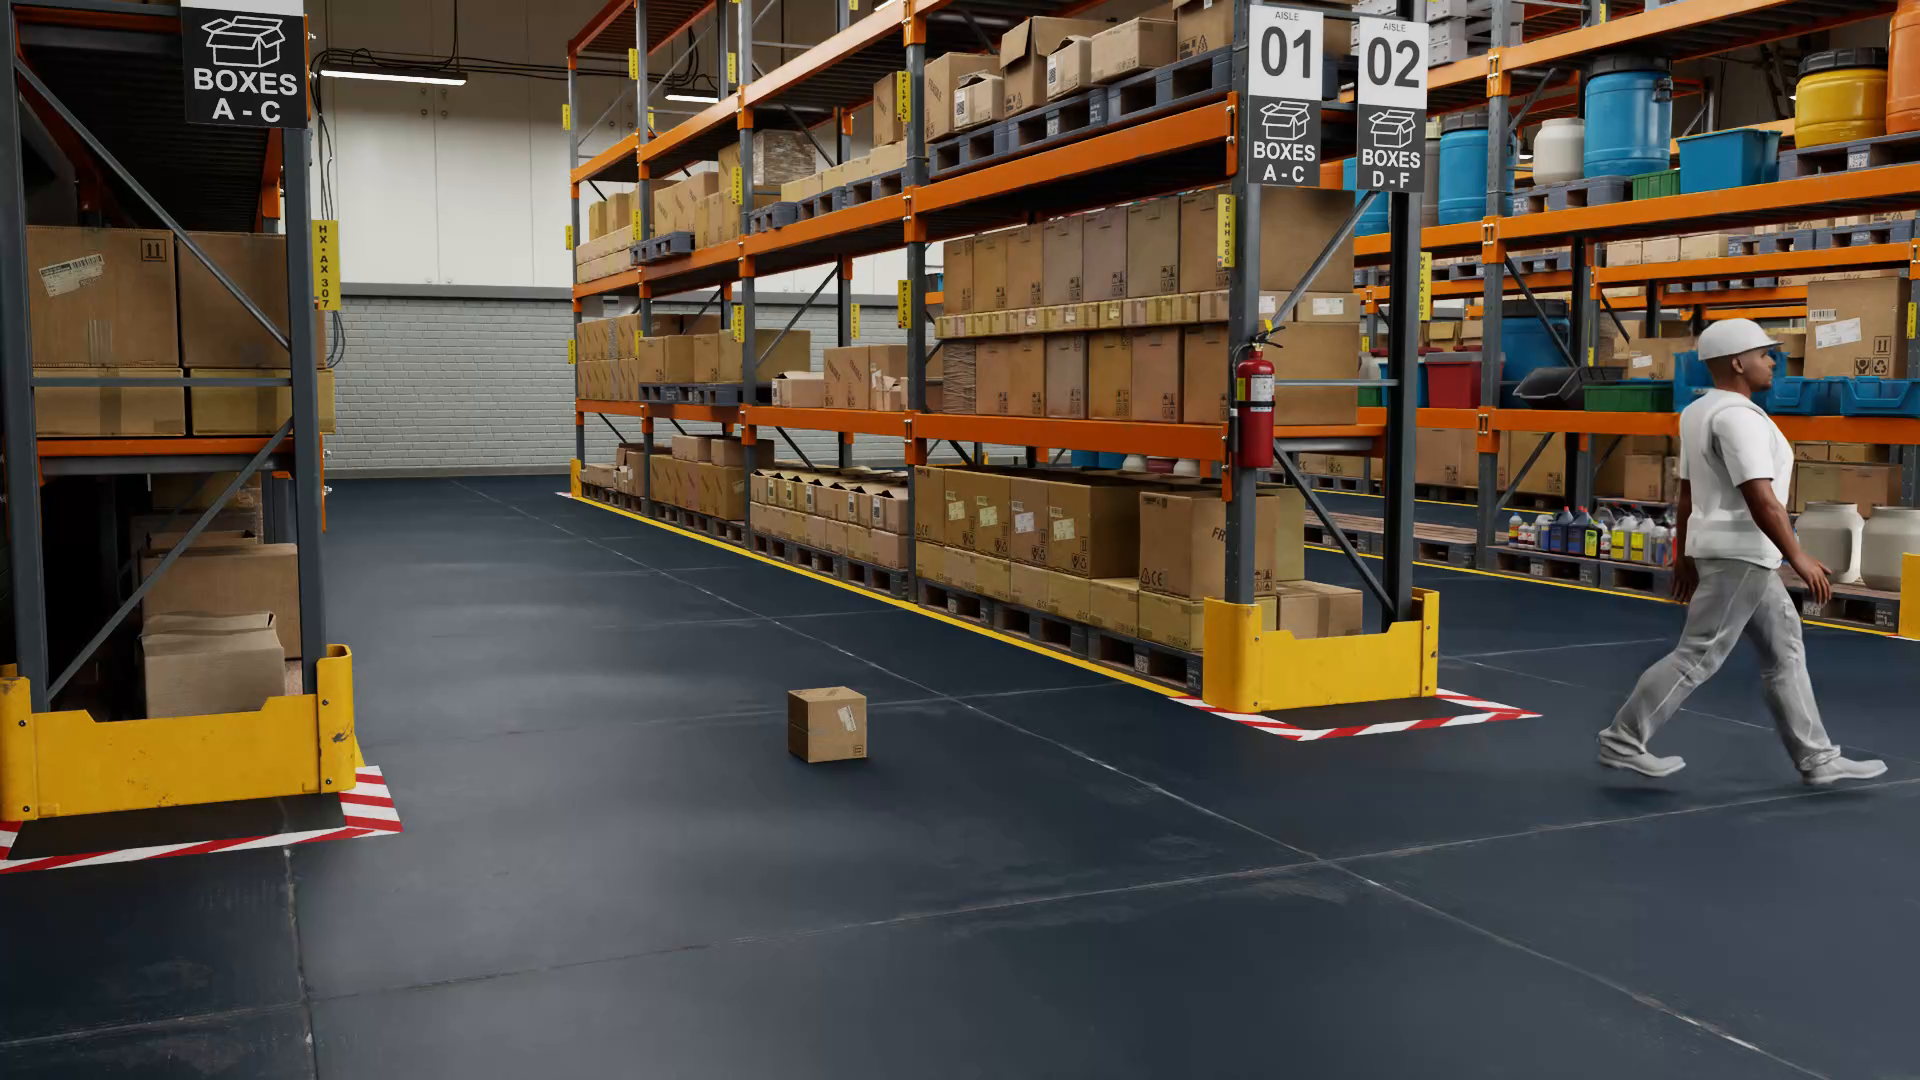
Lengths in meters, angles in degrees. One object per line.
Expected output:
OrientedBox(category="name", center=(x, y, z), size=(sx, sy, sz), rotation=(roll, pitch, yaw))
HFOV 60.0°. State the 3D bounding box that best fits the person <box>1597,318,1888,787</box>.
OrientedBox(category="person", center=(2.891, 0.055, 6.064), size=(1.032, 1.722, 0.601), rotation=(1, 6, 14))
